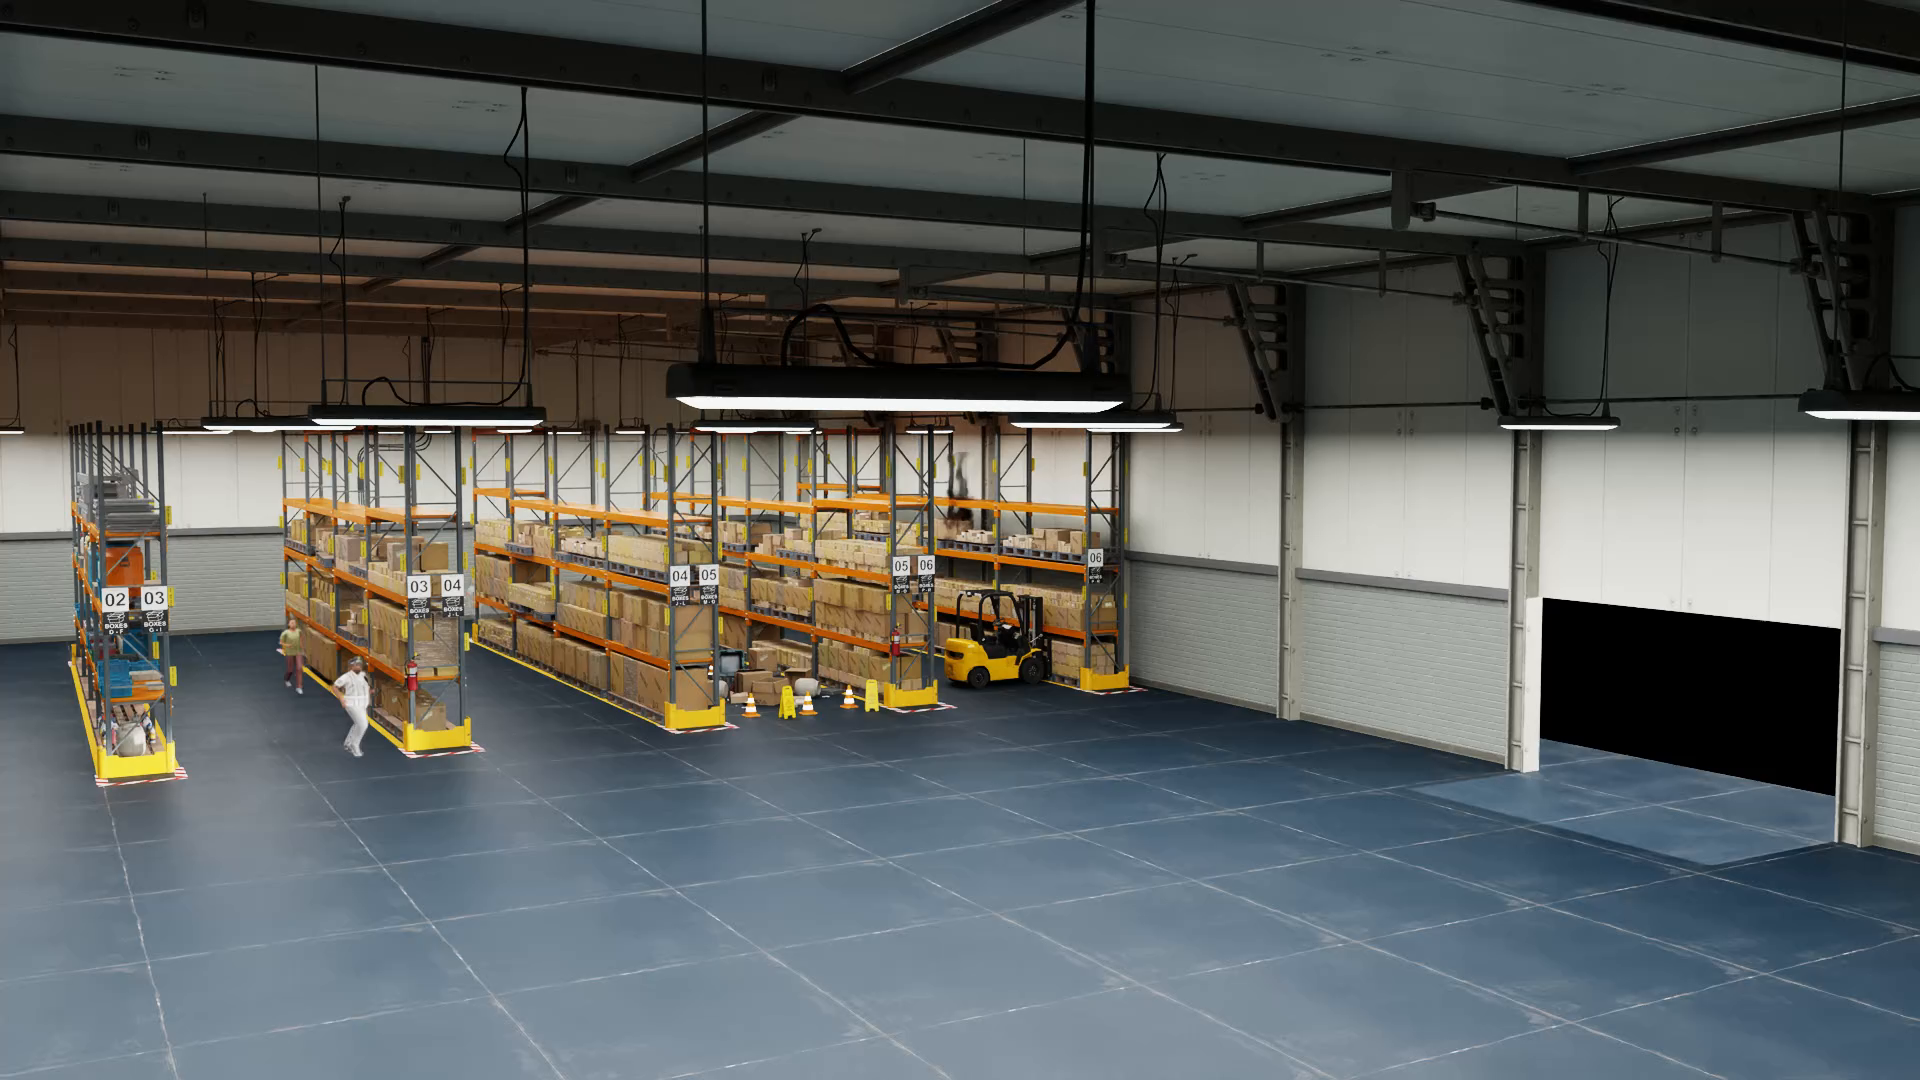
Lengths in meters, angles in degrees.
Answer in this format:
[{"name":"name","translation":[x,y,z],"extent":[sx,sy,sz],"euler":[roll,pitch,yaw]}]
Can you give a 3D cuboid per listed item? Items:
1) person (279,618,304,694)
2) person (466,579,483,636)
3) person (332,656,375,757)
[{"name":"person","translation":[-14.956,2.581,37.287],"extent":[0.577,1.677,0.906],"euler":[-3,5,-39]},{"name":"person","translation":[-14.019,1.911,48.186],"extent":[0.551,1.718,0.765],"euler":[1,4,22]},{"name":"person","translation":[-10.836,3.000,29.903],"extent":[0.736,1.826,0.638],"euler":[1,4,18]}]
